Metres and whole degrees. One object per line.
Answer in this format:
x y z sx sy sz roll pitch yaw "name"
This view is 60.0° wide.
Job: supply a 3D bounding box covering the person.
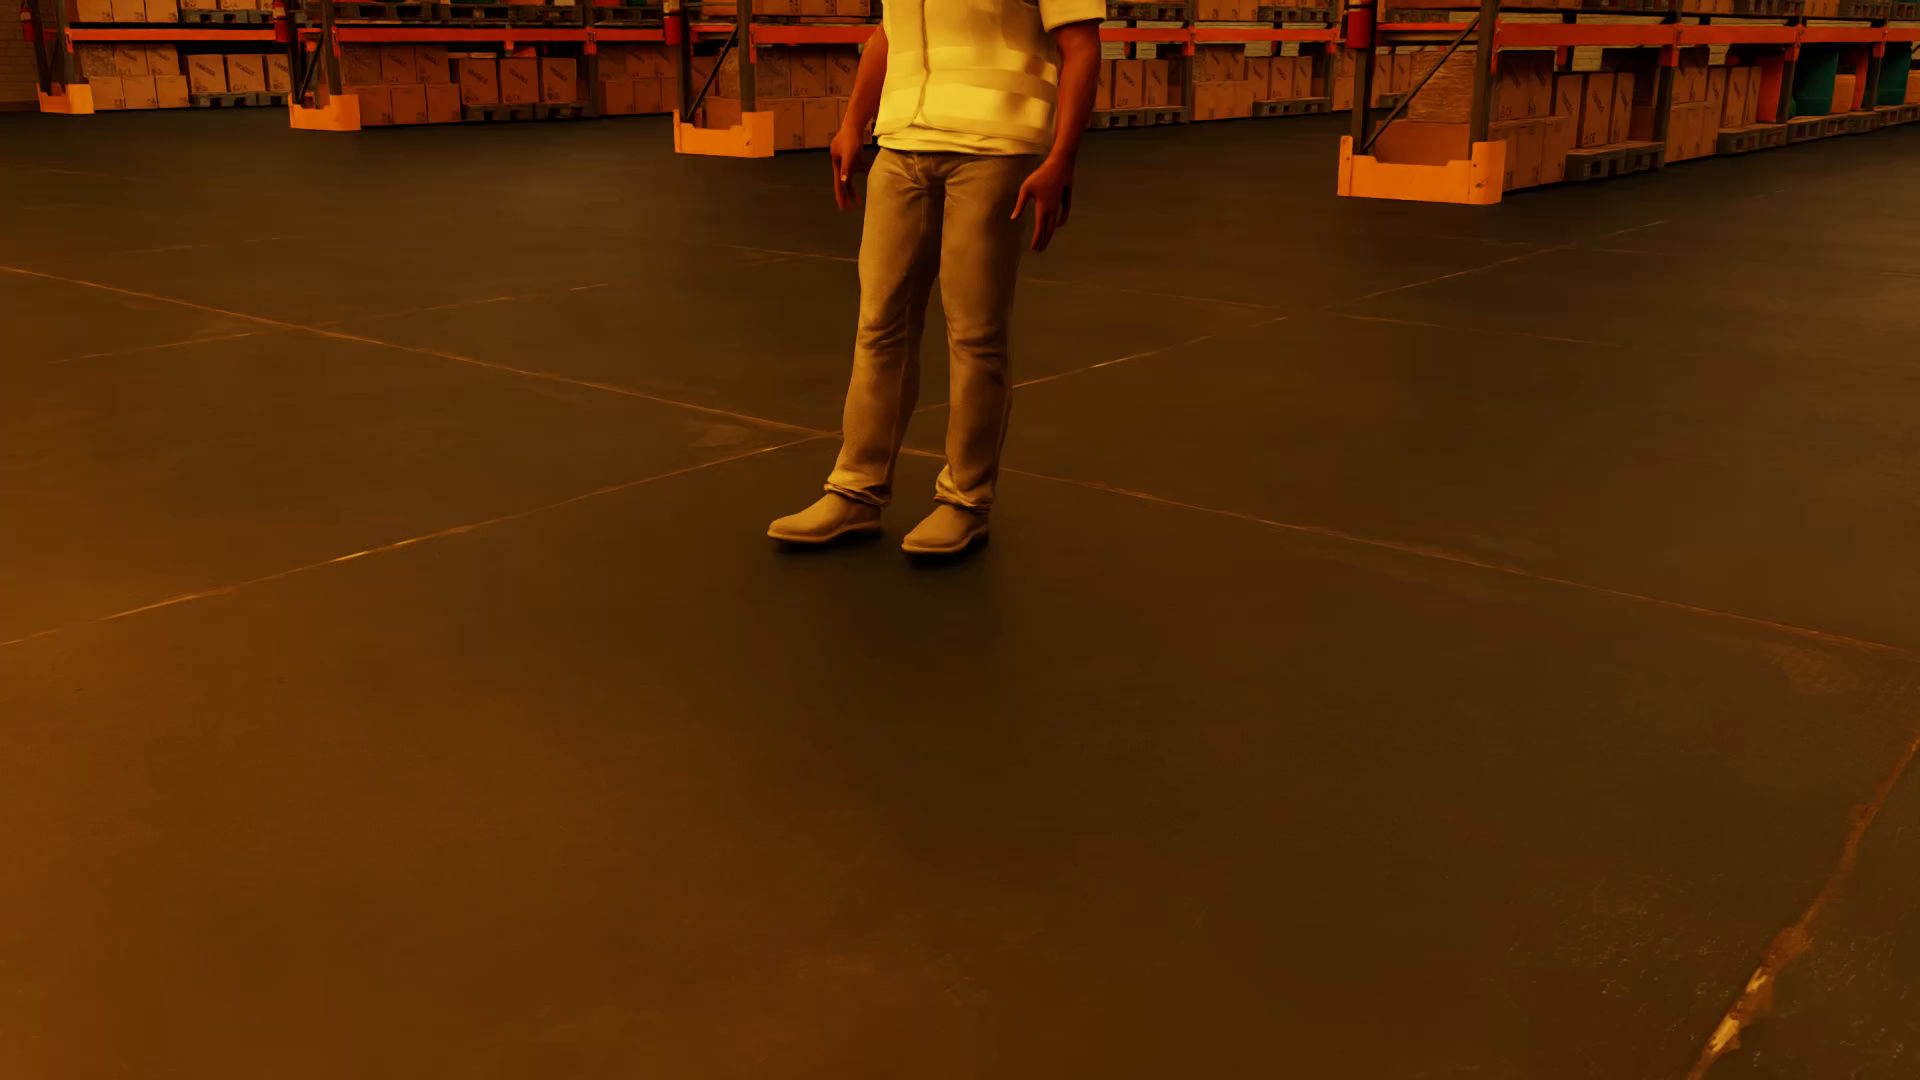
-0.049 -0.838 3.636 0.665 1.765 0.577 13 21 37 "person"
